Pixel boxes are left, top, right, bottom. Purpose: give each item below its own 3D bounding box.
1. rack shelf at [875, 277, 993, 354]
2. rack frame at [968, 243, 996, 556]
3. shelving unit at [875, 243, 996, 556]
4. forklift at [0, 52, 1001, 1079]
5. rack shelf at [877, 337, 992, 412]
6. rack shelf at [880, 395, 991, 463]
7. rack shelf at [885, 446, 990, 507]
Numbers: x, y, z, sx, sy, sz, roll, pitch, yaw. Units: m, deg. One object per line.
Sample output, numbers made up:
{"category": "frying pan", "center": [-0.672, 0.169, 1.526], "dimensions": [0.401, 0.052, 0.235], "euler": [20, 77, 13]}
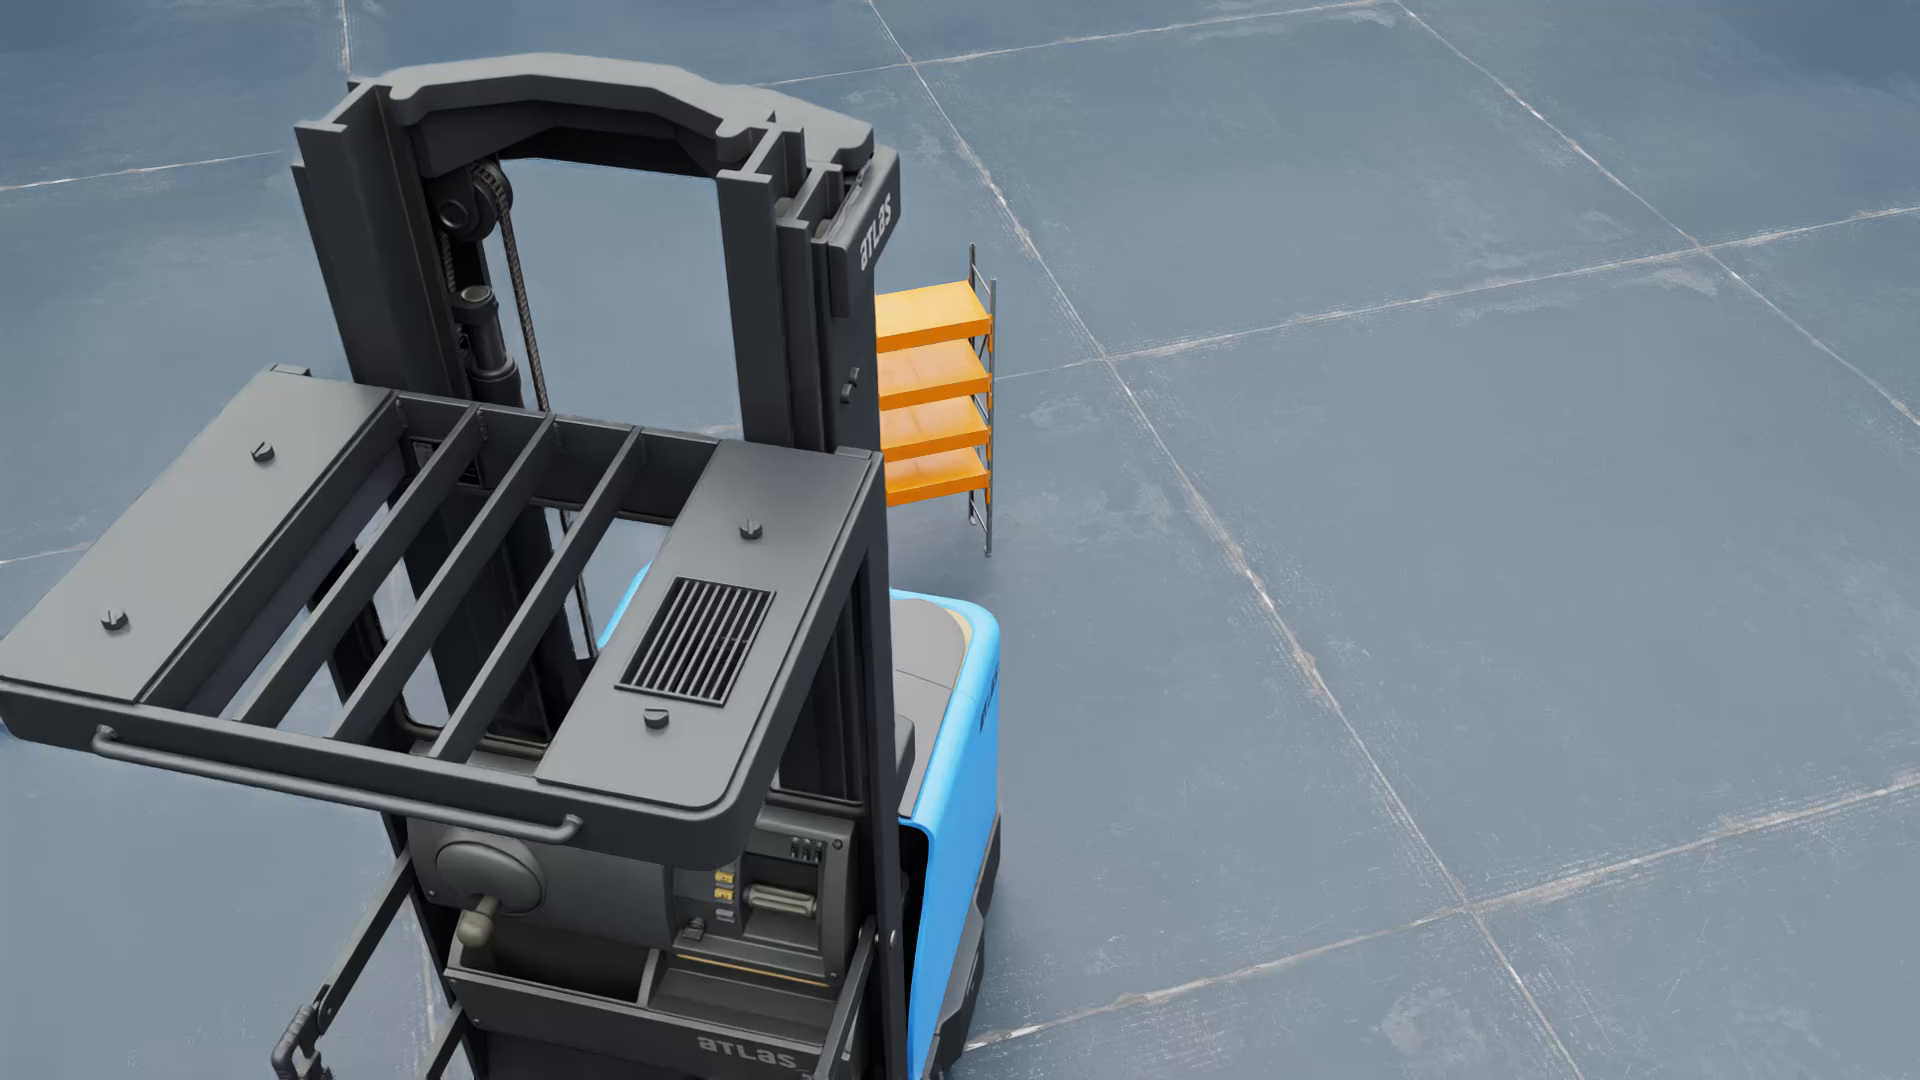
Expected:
{"category": "rack shelf", "center": [-0.158, -0.715, 5.559], "dimensions": [0.480, 0.148, 0.258], "euler": [-12, 42, -13]}
{"category": "rack frame", "center": [0.075, -0.467, 5.873], "dimensions": [0.015, 1.200, 0.240], "euler": [-12, 42, -13]}
{"category": "shelving unit", "center": [-0.158, -0.419, 5.818], "dimensions": [0.503, 1.200, 0.258], "euler": [-12, 42, -13]}
{"category": "forklift", "center": [-0.716, 0.749, 3.165], "dimensions": [1.130, 2.935, 3.031], "euler": [9, 42, 10]}
{"category": "rack shelf", "center": [-0.158, -0.537, 5.715], "dimensions": [0.480, 0.148, 0.258], "euler": [-12, 42, -13]}
{"category": "rack shelf", "center": [-0.158, -0.368, 5.862], "dimensions": [0.480, 0.148, 0.258], "euler": [-12, 42, -13]}
{"category": "rack shelf", "center": [-0.158, -0.219, 5.993], "dimensions": [0.480, 0.148, 0.258], "euler": [-12, 42, -13]}
